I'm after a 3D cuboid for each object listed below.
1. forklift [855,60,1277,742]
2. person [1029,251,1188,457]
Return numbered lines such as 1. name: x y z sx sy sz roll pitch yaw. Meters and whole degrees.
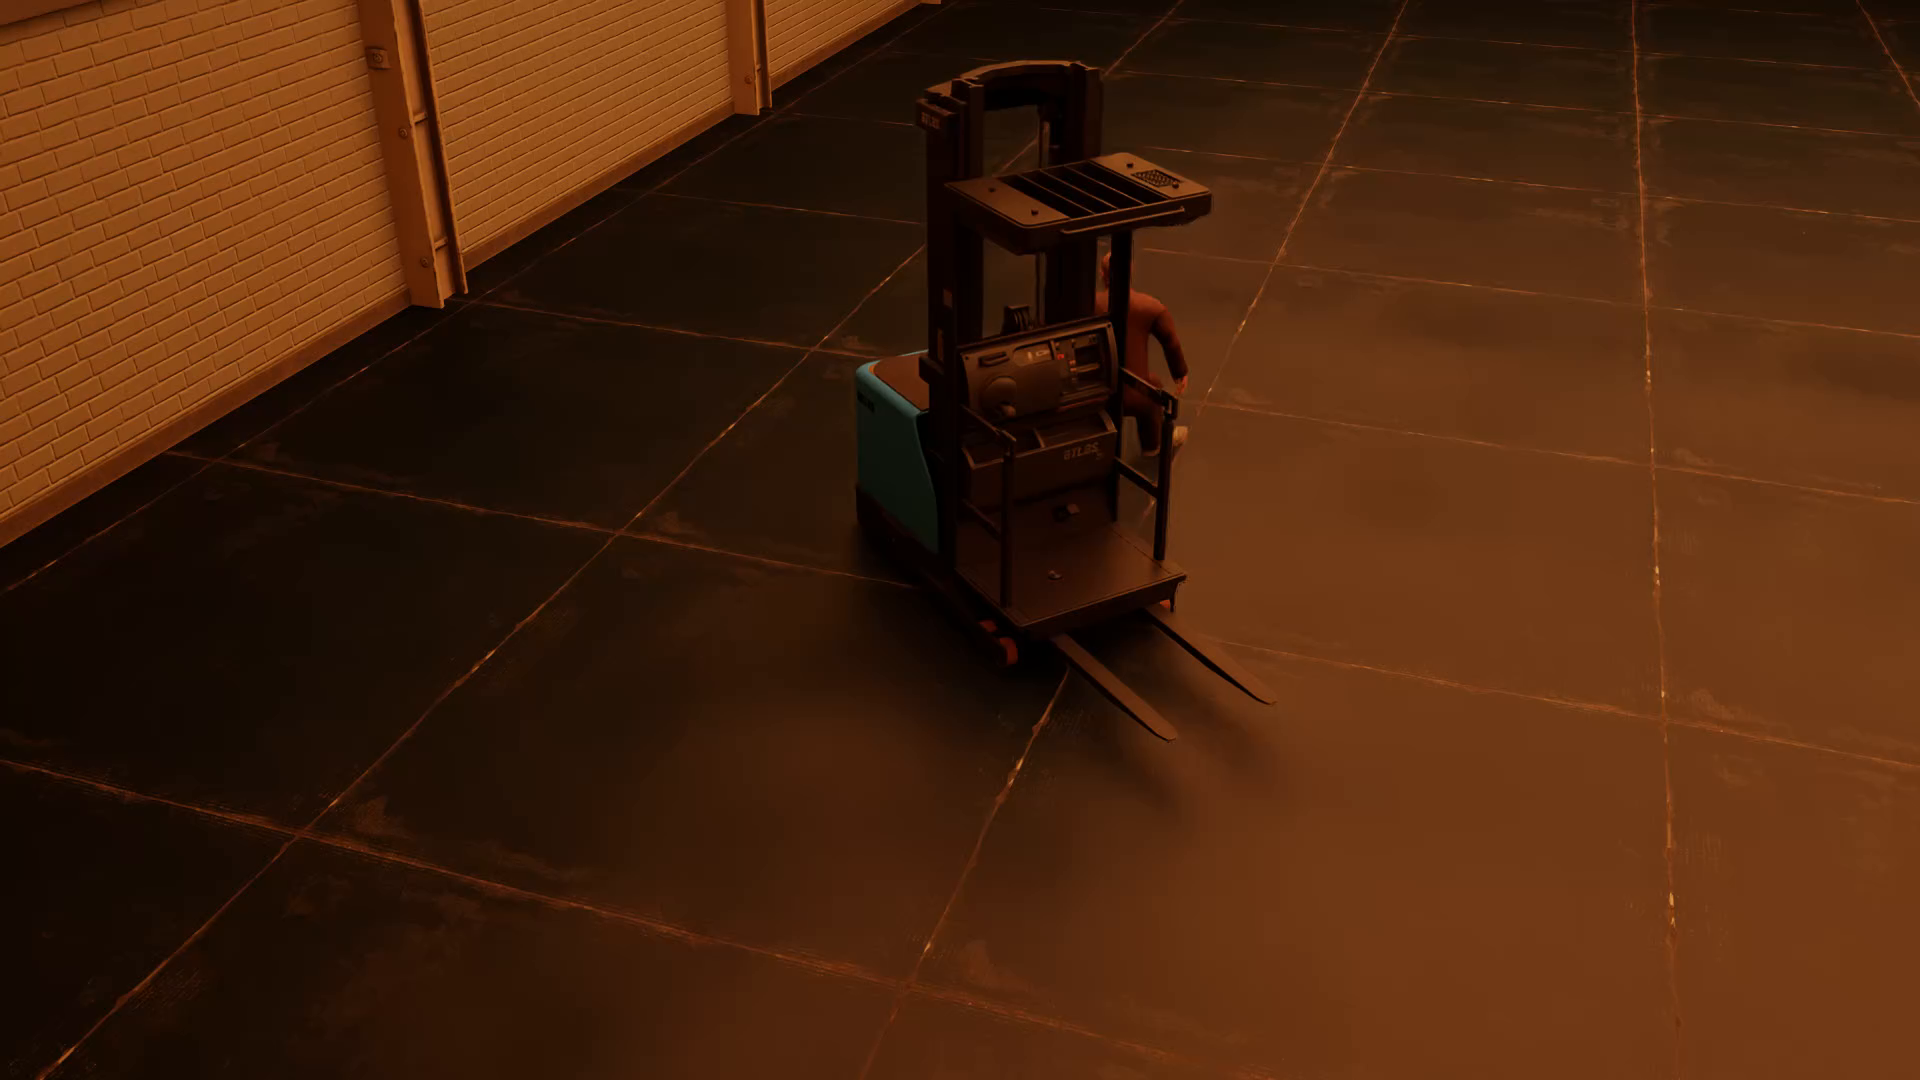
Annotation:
1. forklift: 0.537 -0.850 8.628 1.130 2.935 3.031 -16 33 -26
2. person: 0.916 -1.028 10.422 1.195 1.626 1.049 1 30 1
